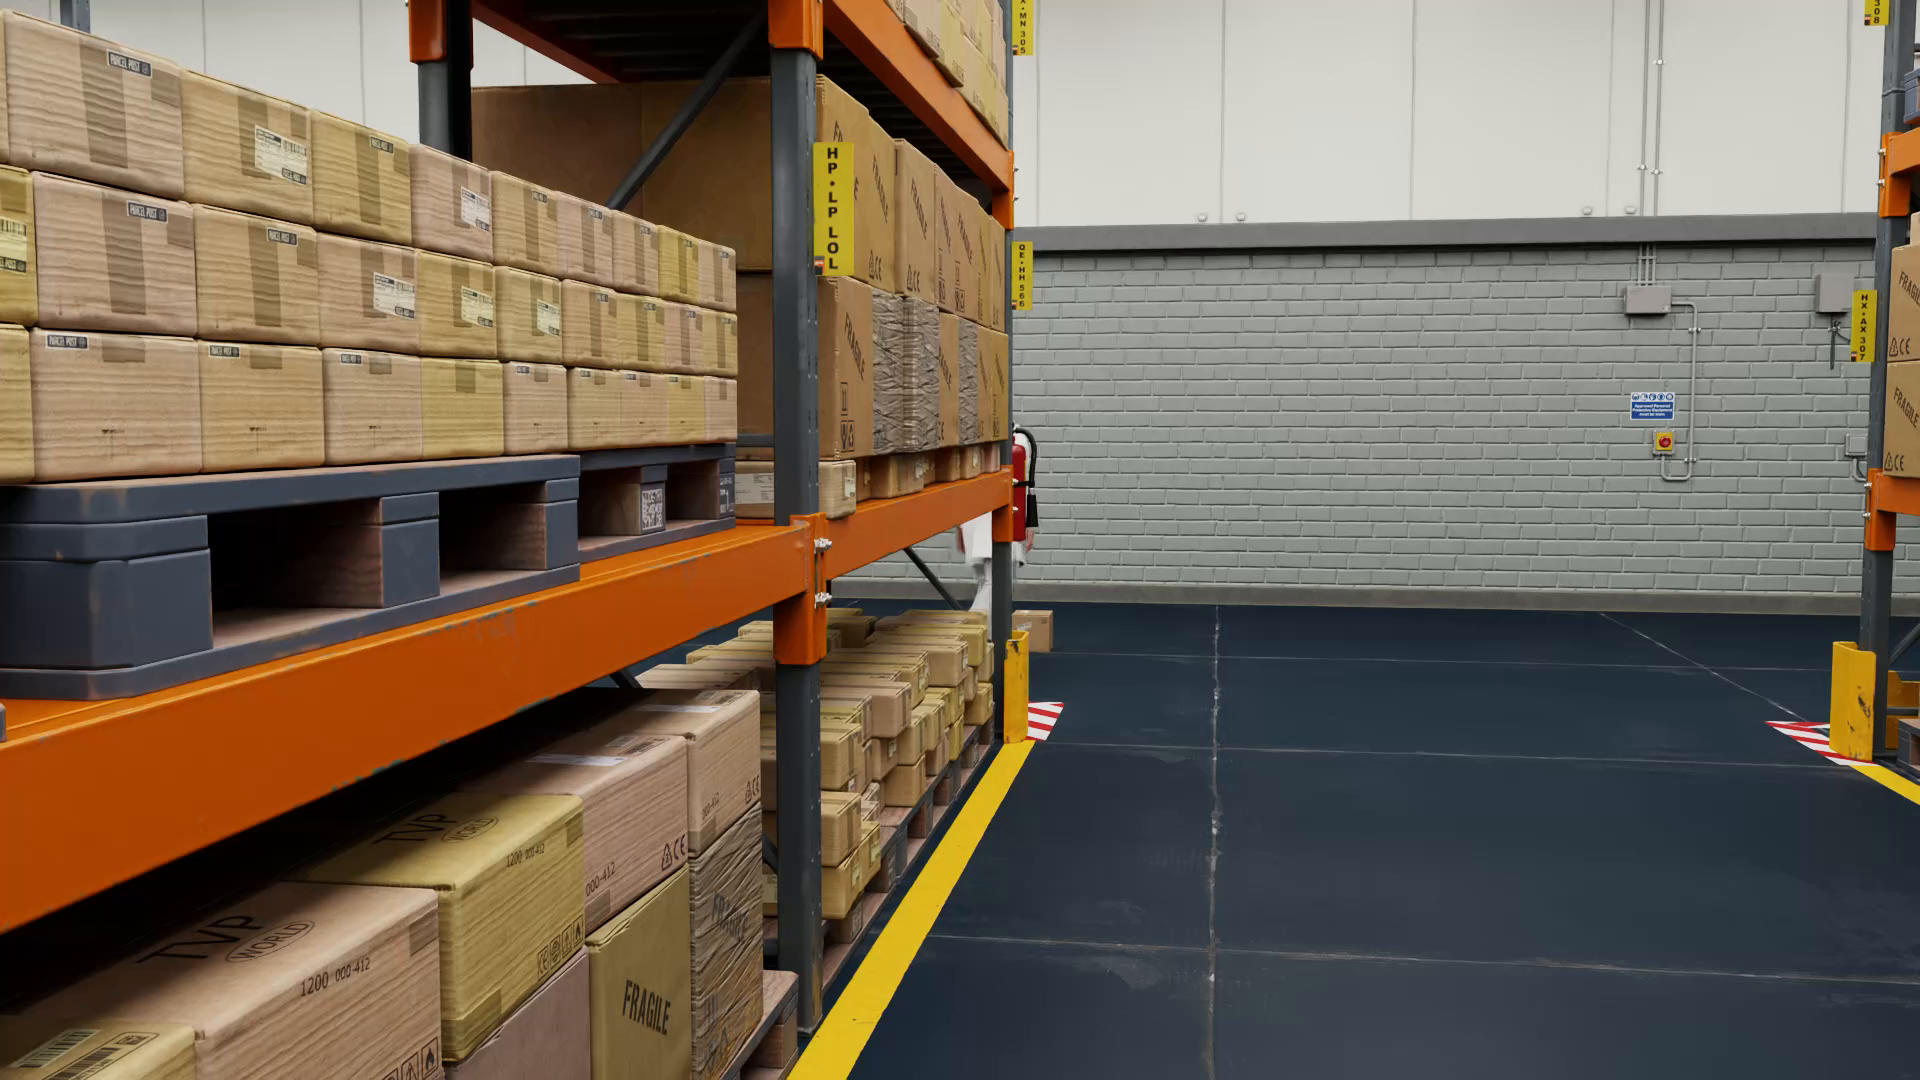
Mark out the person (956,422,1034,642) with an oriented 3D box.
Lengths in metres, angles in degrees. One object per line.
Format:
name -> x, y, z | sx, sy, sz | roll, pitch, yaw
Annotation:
person -> 0.171, -0.082, 10.087 | 0.611, 1.777, 0.761 | 4, 6, 43
